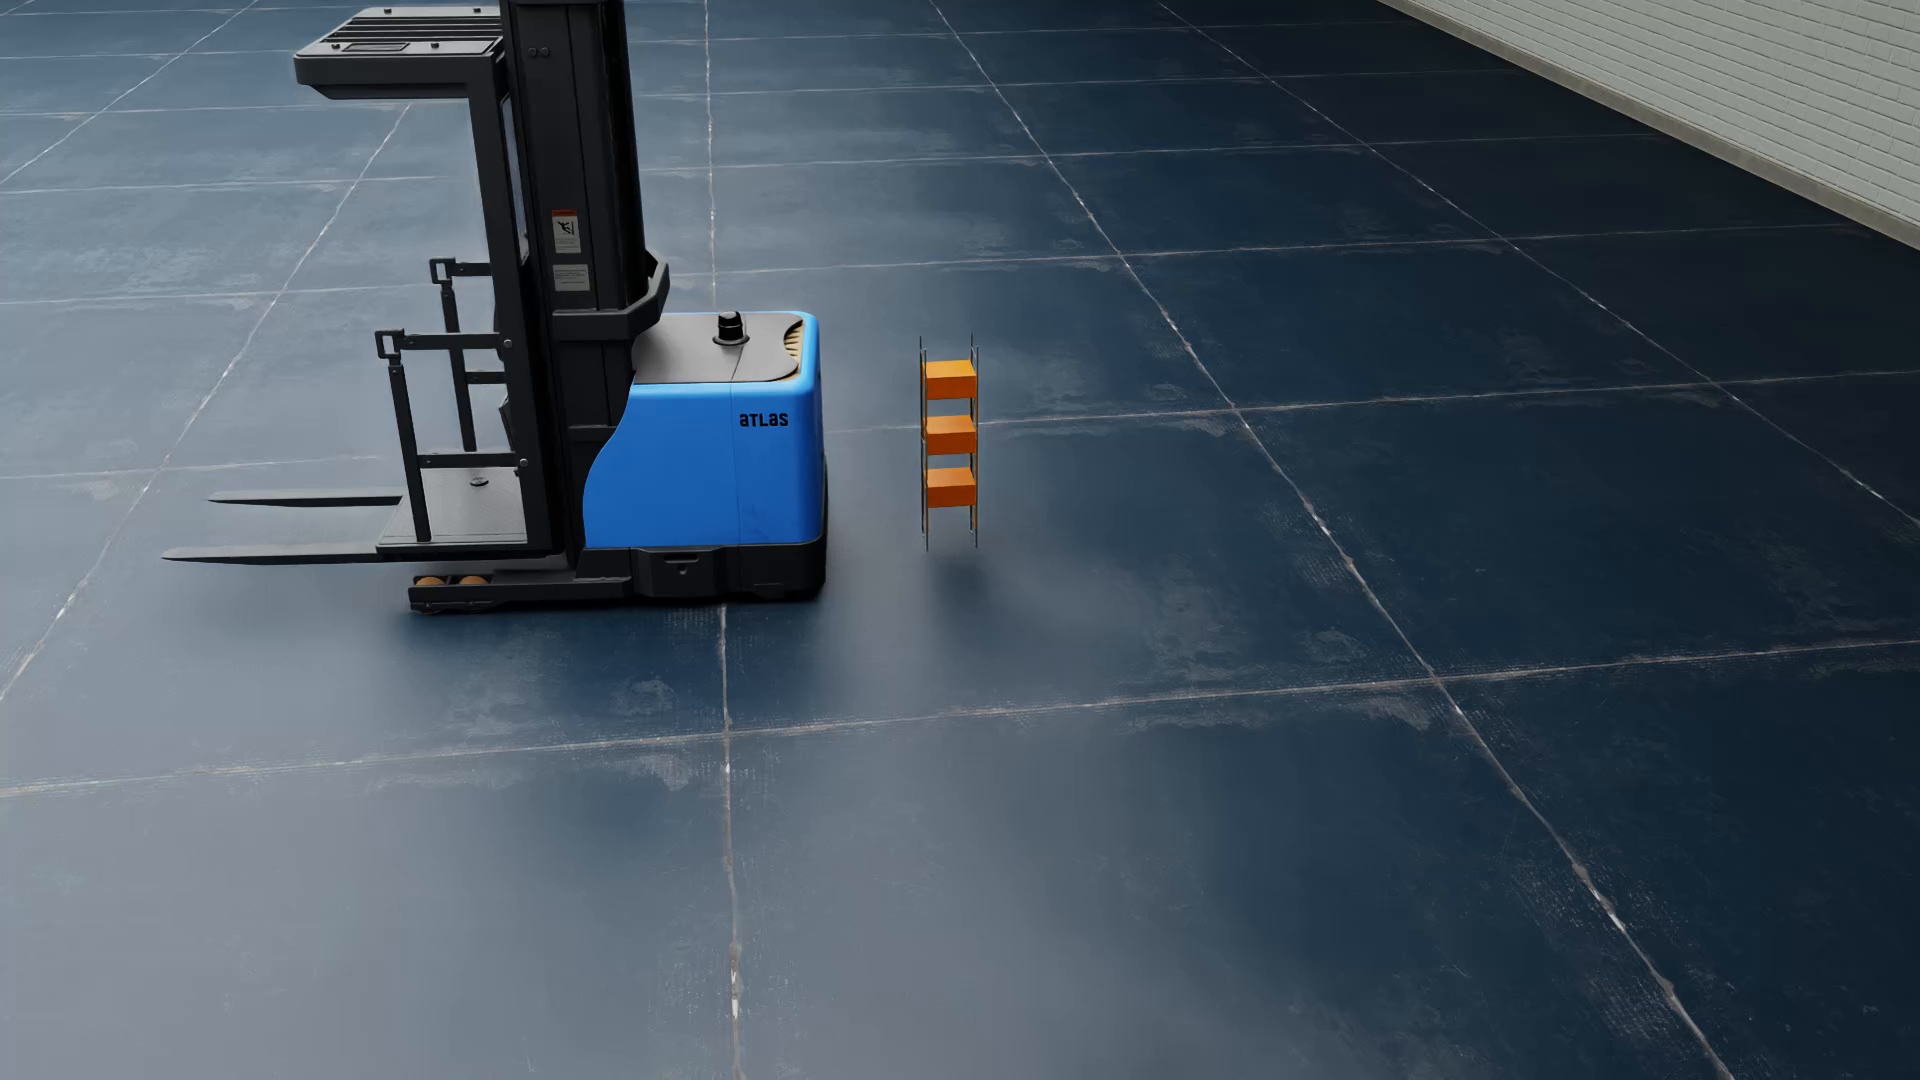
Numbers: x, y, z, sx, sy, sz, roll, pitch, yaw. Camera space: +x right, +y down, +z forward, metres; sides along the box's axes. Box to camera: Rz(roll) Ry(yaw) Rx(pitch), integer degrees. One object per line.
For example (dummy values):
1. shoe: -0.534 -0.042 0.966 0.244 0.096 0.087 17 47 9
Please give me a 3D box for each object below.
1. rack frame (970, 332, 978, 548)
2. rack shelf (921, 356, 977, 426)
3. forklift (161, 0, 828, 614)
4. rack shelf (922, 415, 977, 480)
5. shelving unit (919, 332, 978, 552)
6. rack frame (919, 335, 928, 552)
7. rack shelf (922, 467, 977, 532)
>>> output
1. rack frame: 0.068 -0.471 8.019 0.008 1.050 0.200 -4 27 -7
2. rack shelf: -0.053 -0.707 7.879 0.240 0.259 0.215 -4 27 -7
3. forklift: -2.164 -1.214 7.405 3.031 2.935 1.130 -1 27 -3
4. rack shelf: -0.053 -0.454 8.009 0.240 0.259 0.215 -4 27 -7
5. shelving unit: -0.053 -0.464 8.004 0.252 1.050 0.215 -4 27 -7
6. rack frame: -0.174 -0.456 7.989 0.008 1.050 0.200 -4 27 -7
7. rack shelf: -0.053 -0.207 8.135 0.240 0.259 0.215 -4 27 -7
